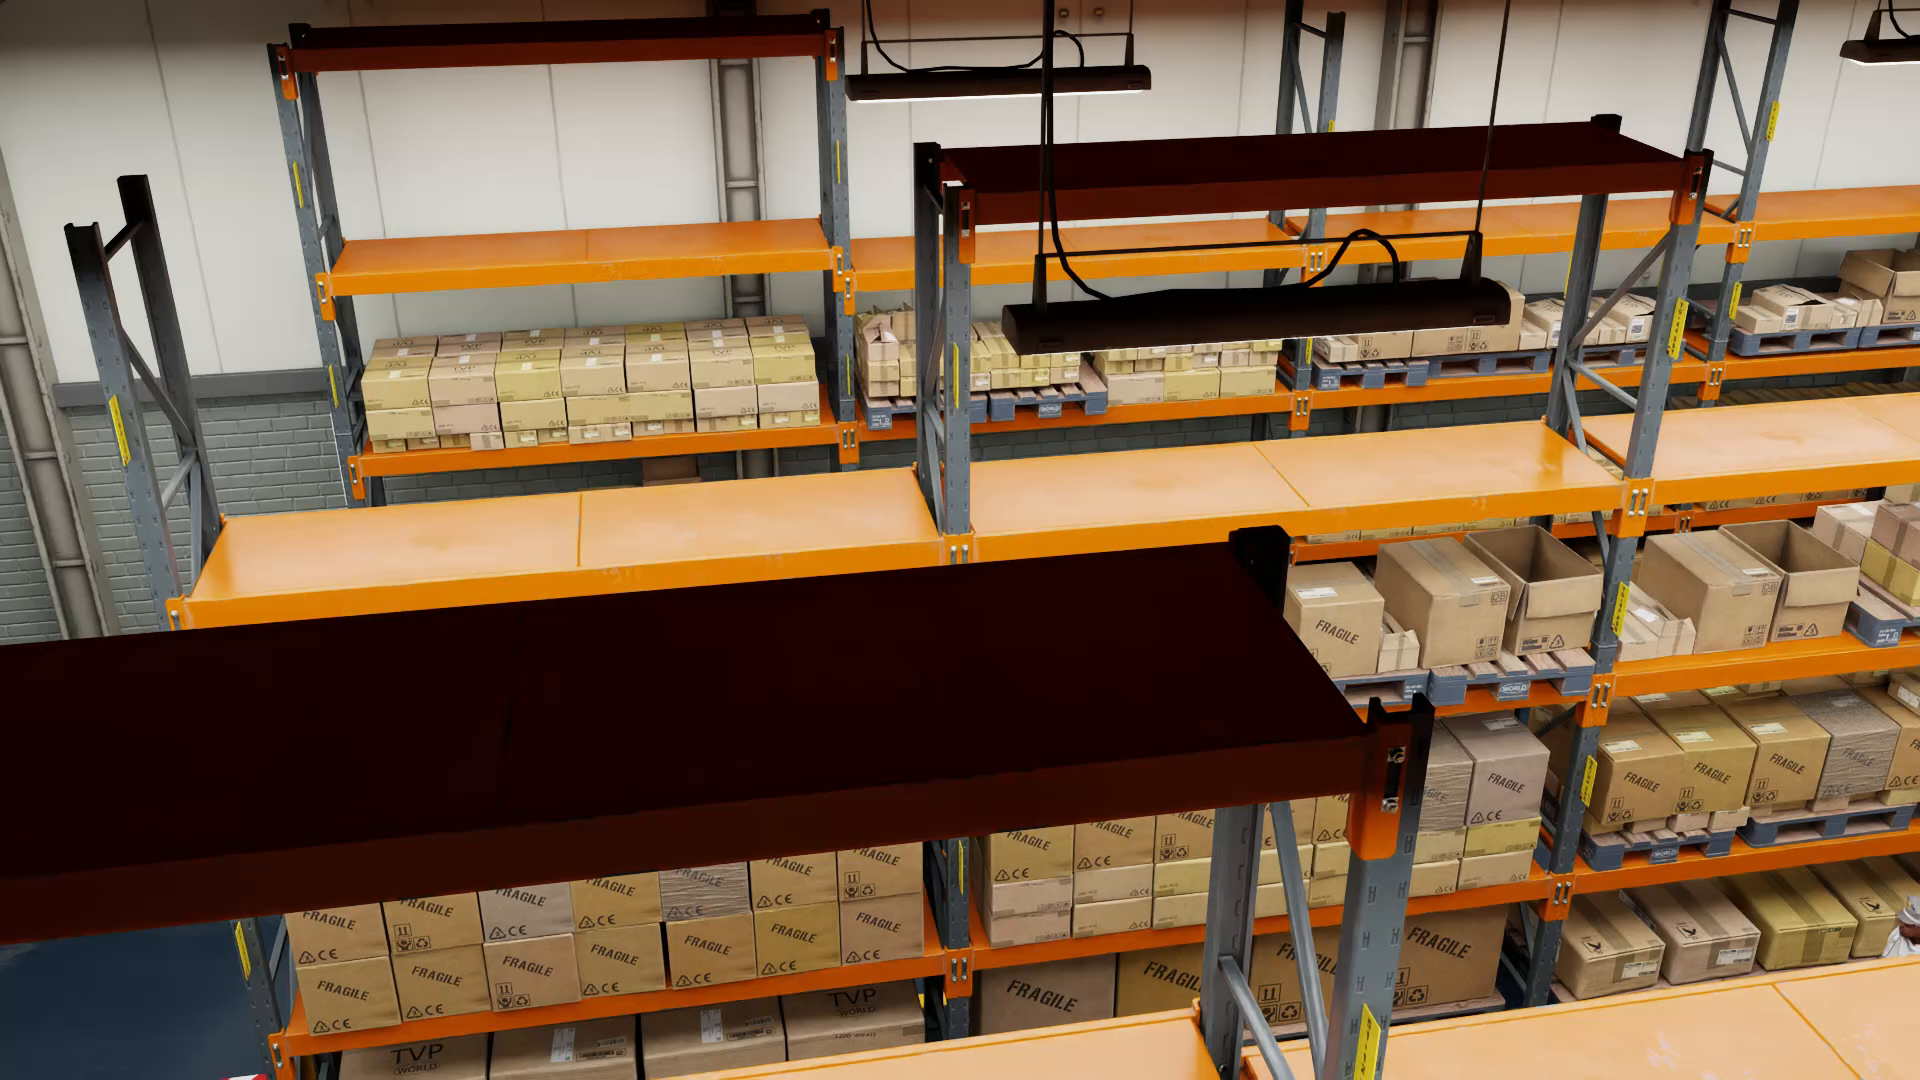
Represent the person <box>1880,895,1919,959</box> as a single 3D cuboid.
[{"bbox_3d":[5.903,2.954,10.335,0.595,1.727,0.504,-10,28,-20],"label":"person"}]
